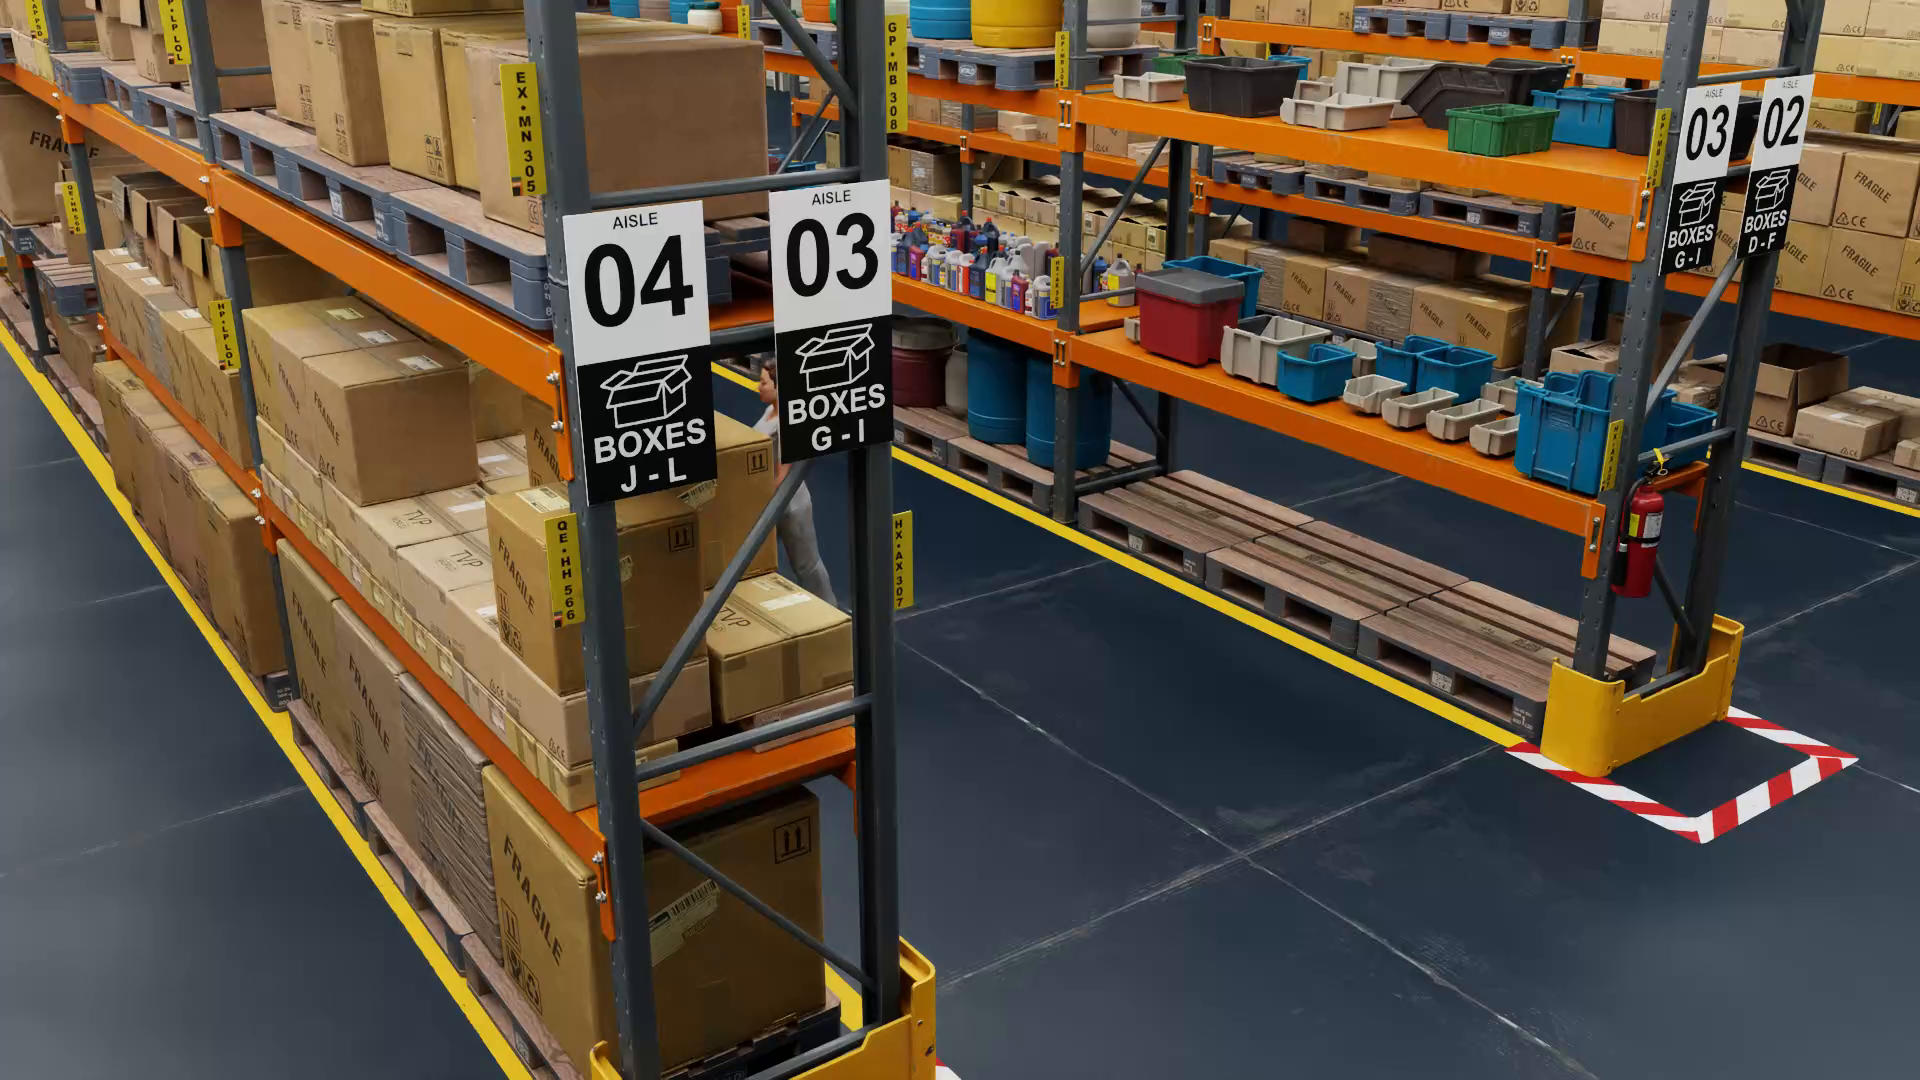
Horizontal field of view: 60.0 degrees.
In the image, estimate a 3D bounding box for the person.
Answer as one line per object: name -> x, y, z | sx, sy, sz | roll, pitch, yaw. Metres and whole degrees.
person -> -1.081, -0.171, 8.987 | 0.904, 1.640, 0.454 | -11, 24, -25
